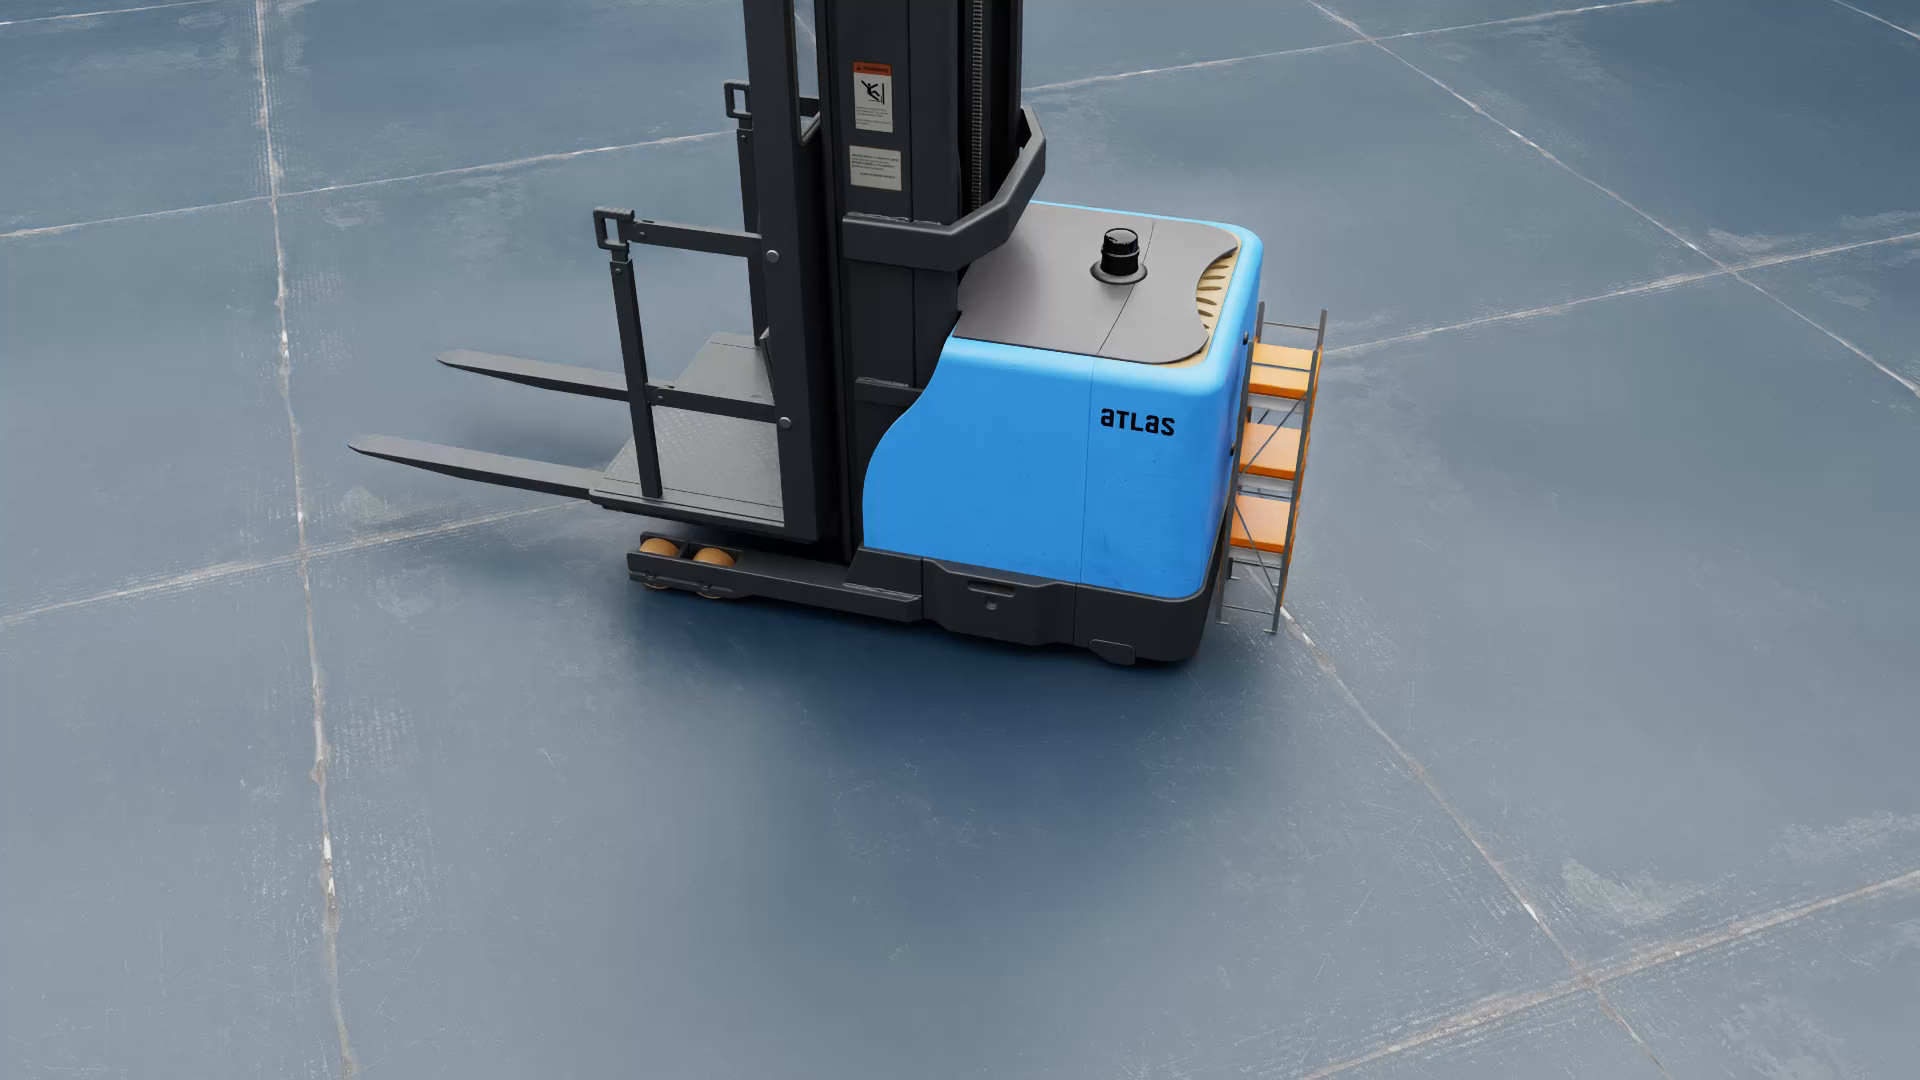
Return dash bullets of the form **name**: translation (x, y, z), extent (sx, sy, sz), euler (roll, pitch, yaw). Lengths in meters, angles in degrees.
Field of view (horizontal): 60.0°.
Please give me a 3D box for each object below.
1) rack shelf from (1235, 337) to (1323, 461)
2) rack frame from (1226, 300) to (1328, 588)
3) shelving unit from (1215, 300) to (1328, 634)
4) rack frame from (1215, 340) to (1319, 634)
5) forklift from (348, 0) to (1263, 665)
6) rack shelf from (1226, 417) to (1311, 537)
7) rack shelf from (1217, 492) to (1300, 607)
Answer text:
- **rack shelf**: translation (0.956, -0.424, 4.987), extent (0.215, 0.259, 0.240), euler (10, 38, 12)
- **rack frame**: translation (0.989, -0.277, 5.245), extent (0.200, 1.050, 0.008), euler (10, 38, 12)
- **shelving unit**: translation (0.956, -0.206, 5.151), extent (0.215, 1.050, 0.252), euler (10, 38, 12)
- **rack frame**: translation (0.923, -0.135, 5.057), extent (0.200, 1.050, 0.008), euler (10, 38, 12)
- **forklift**: translation (-0.599, -1.272, 5.002), extent (3.031, 2.935, 1.130), euler (10, 38, 12)
- **rack shelf**: translation (0.956, -0.198, 5.157), extent (0.215, 0.259, 0.240), euler (10, 38, 12)
- **rack shelf**: translation (0.956, 0.024, 5.324), extent (0.215, 0.259, 0.240), euler (10, 38, 12)
